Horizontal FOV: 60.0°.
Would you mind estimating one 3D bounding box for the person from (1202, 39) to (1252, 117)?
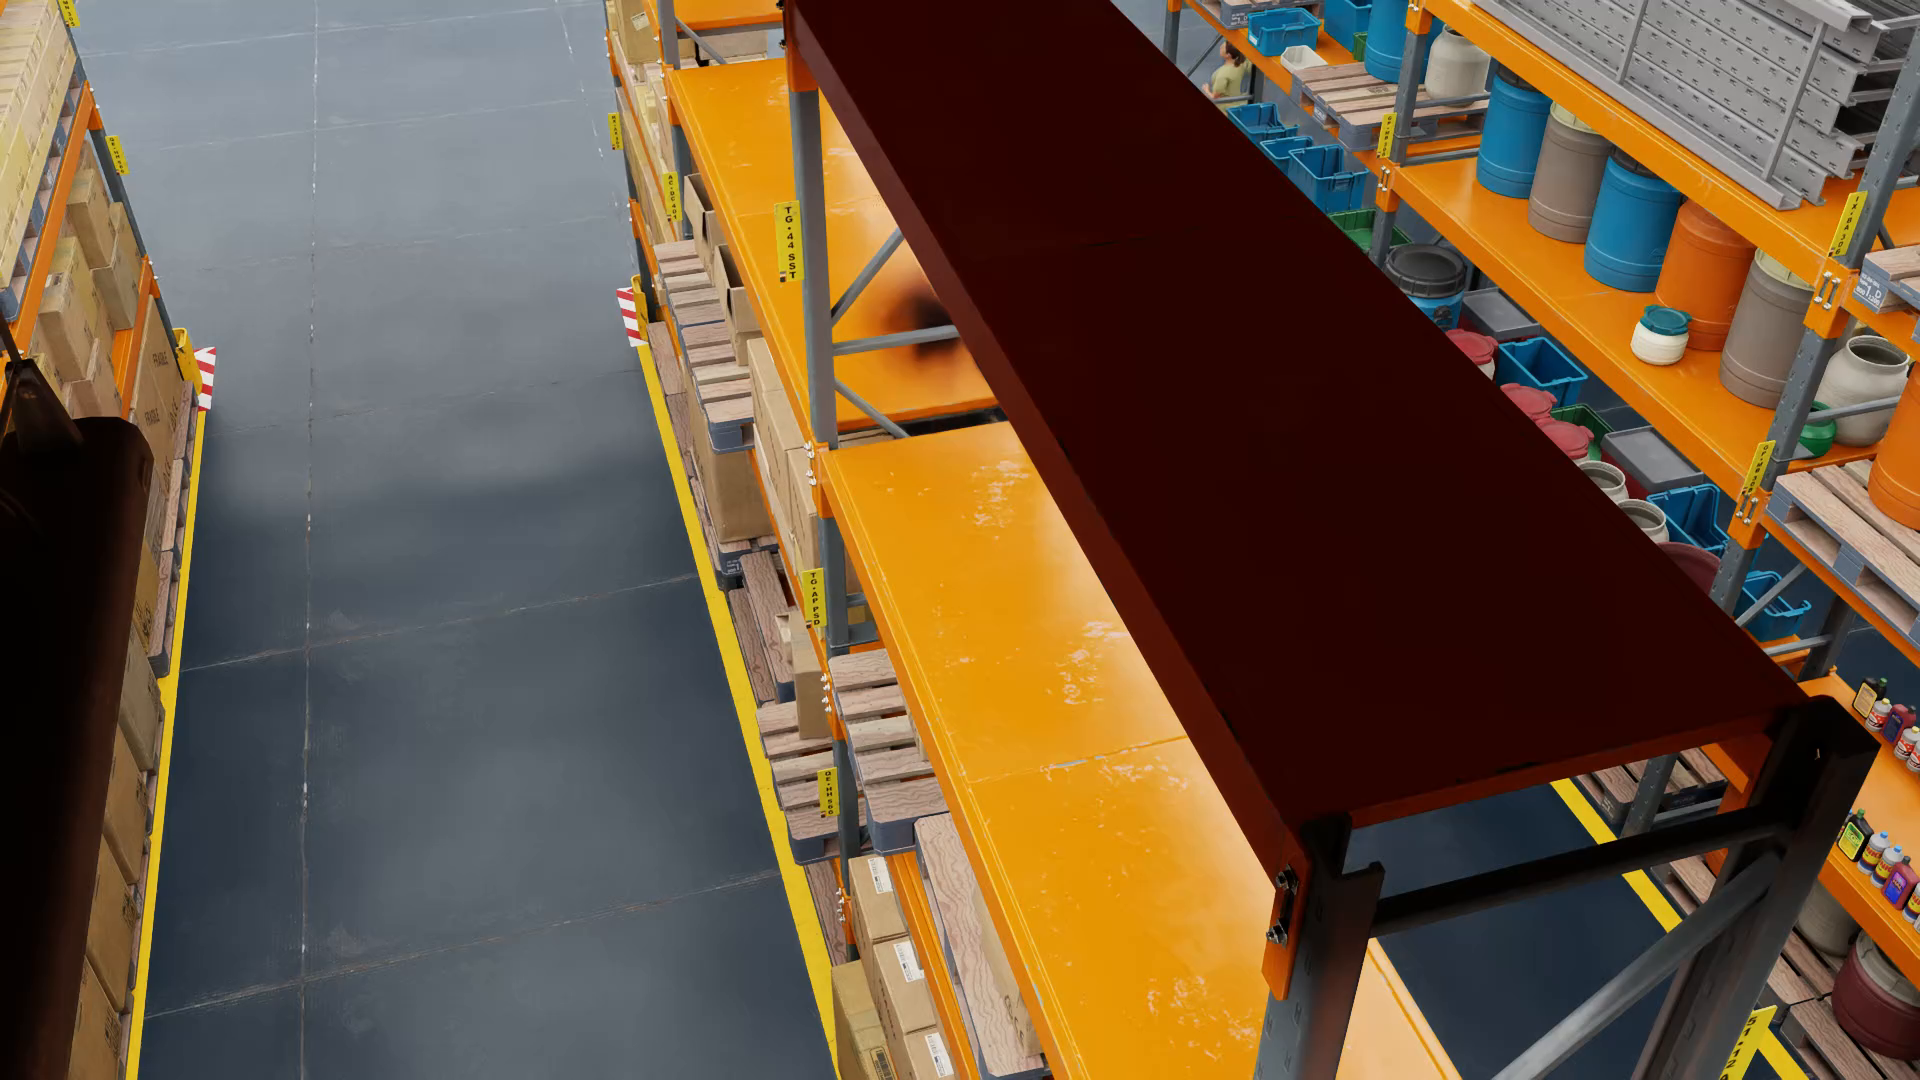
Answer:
[{"bbox_3d":[2.674,-4.368,16.984,0.872,1.664,0.583,22,43,25],"label":"person"}]
